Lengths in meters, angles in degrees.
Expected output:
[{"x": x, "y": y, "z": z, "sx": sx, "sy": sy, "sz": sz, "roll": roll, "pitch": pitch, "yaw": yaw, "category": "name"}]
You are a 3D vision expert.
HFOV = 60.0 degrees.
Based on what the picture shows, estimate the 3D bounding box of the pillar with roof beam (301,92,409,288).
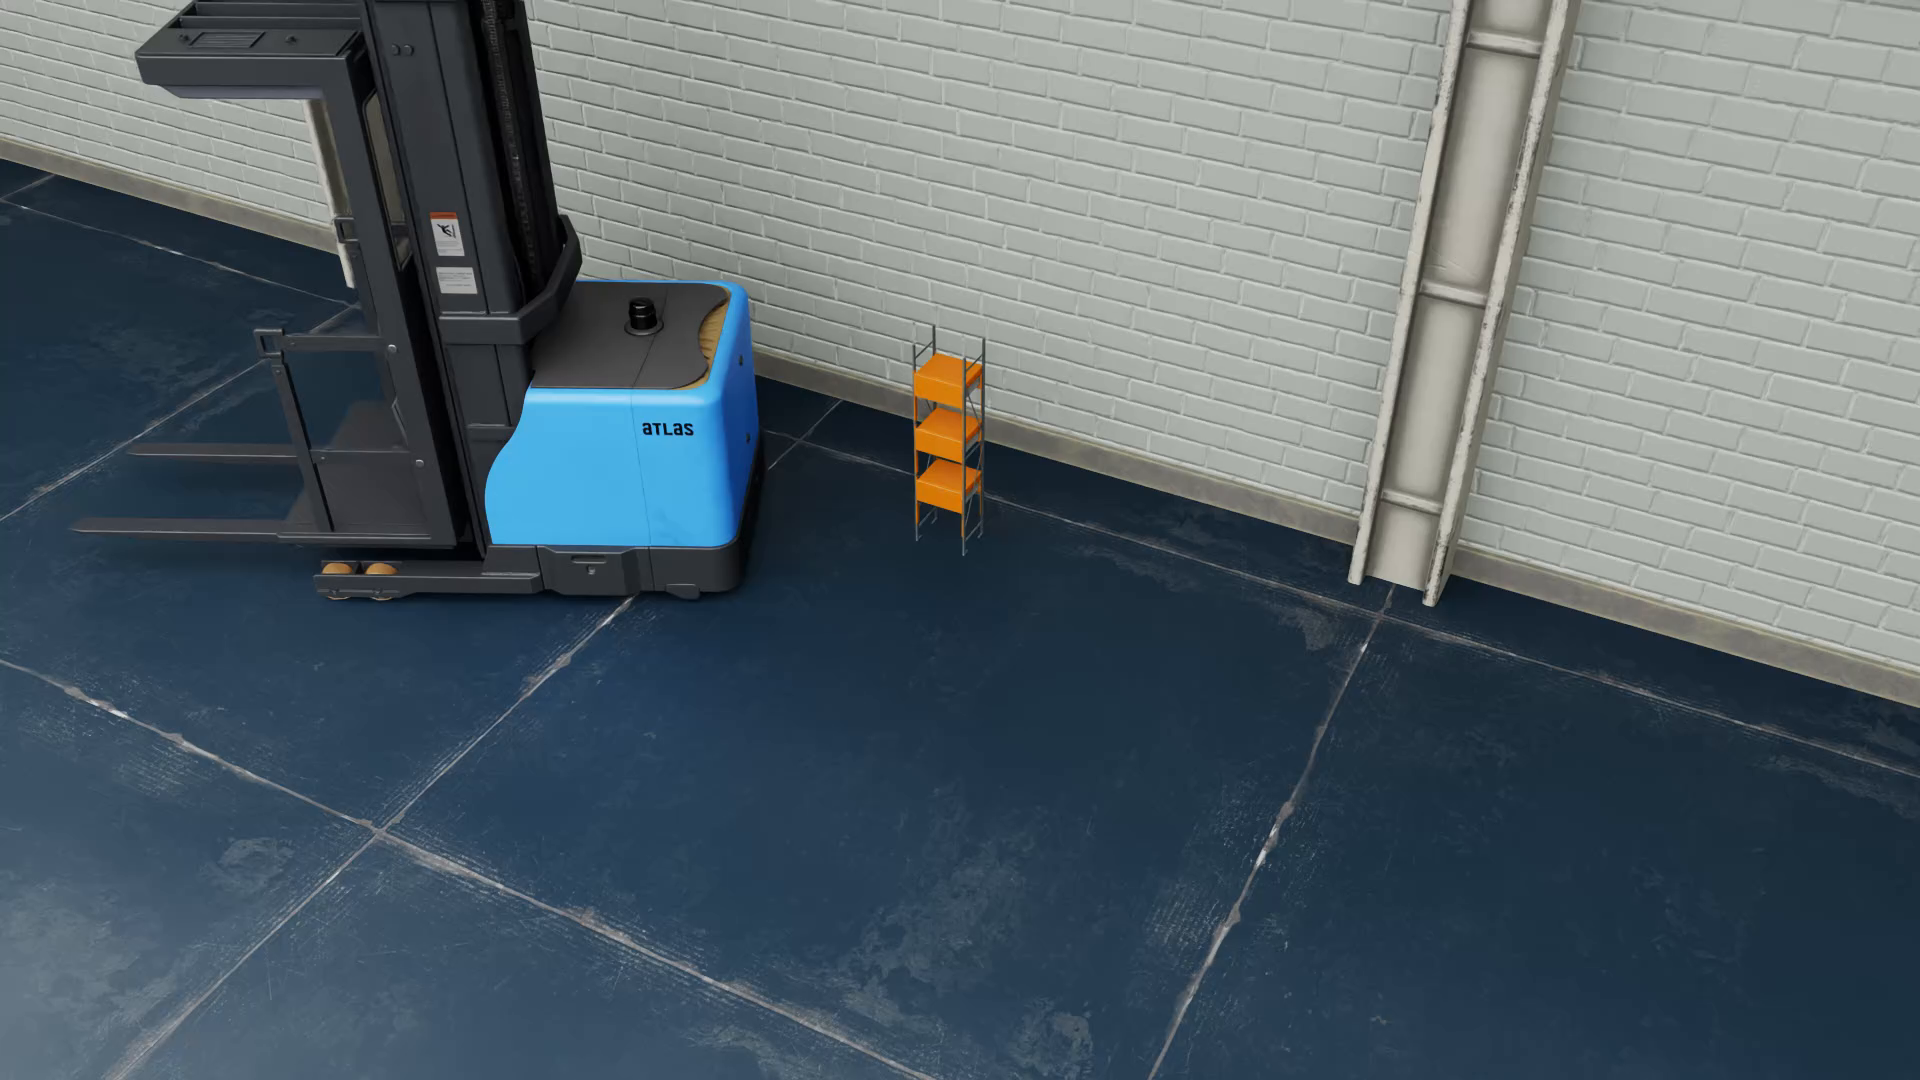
[{"x": -5.313, "y": -2.781, "z": 3.971, "sx": 0.400, "sy": 9.000, "sz": 9.100, "roll": 17, "pitch": 41, "yaw": 21, "category": "pillar with roof beam"}]

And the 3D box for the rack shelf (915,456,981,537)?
[{"x": -0.048, "y": -0.203, "z": 7.627, "sx": 0.240, "sy": 0.259, "sz": 0.215, "roll": 17, "pitch": 41, "yaw": 21, "category": "rack shelf"}]

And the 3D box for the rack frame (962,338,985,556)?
[{"x": 0.061, "y": -0.399, "z": 7.407, "sx": 0.008, "sy": 1.050, "sz": 0.200, "roll": 17, "pitch": 41, "yaw": 21, "category": "rack frame"}]

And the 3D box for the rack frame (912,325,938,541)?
[{"x": -0.156, "y": -0.467, "z": 7.497, "sx": 0.008, "sy": 1.050, "sz": 0.200, "roll": 17, "pitch": 41, "yaw": 21, "category": "rack frame"}]

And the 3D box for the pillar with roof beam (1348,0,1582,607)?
[{"x": 0.015, "y": -1.113, "z": 1.773, "sx": 0.400, "sy": 9.000, "sz": 9.100, "roll": 17, "pitch": 41, "yaw": 21, "category": "pillar with roof beam"}]

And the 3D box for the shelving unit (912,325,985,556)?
[{"x": -0.048, "y": -0.433, "z": 7.452, "sx": 0.252, "sy": 1.050, "sz": 0.215, "roll": 17, "pitch": 41, "yaw": 21, "category": "shelving unit"}]

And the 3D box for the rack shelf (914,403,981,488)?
[{"x": -0.048, "y": -0.425, "z": 7.459, "sx": 0.240, "sy": 0.259, "sz": 0.215, "roll": 17, "pitch": 41, "yaw": 21, "category": "rack shelf"}]

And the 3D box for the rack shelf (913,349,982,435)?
[{"x": -0.048, "y": -0.651, "z": 7.287, "sx": 0.240, "sy": 0.259, "sz": 0.215, "roll": 17, "pitch": 41, "yaw": 21, "category": "rack shelf"}]

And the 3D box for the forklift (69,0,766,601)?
[{"x": -2.469, "y": -1.218, "z": 6.930, "sx": 3.031, "sy": 2.935, "sz": 1.130, "roll": 1, "pitch": 37, "yaw": 1, "category": "forklift"}]
